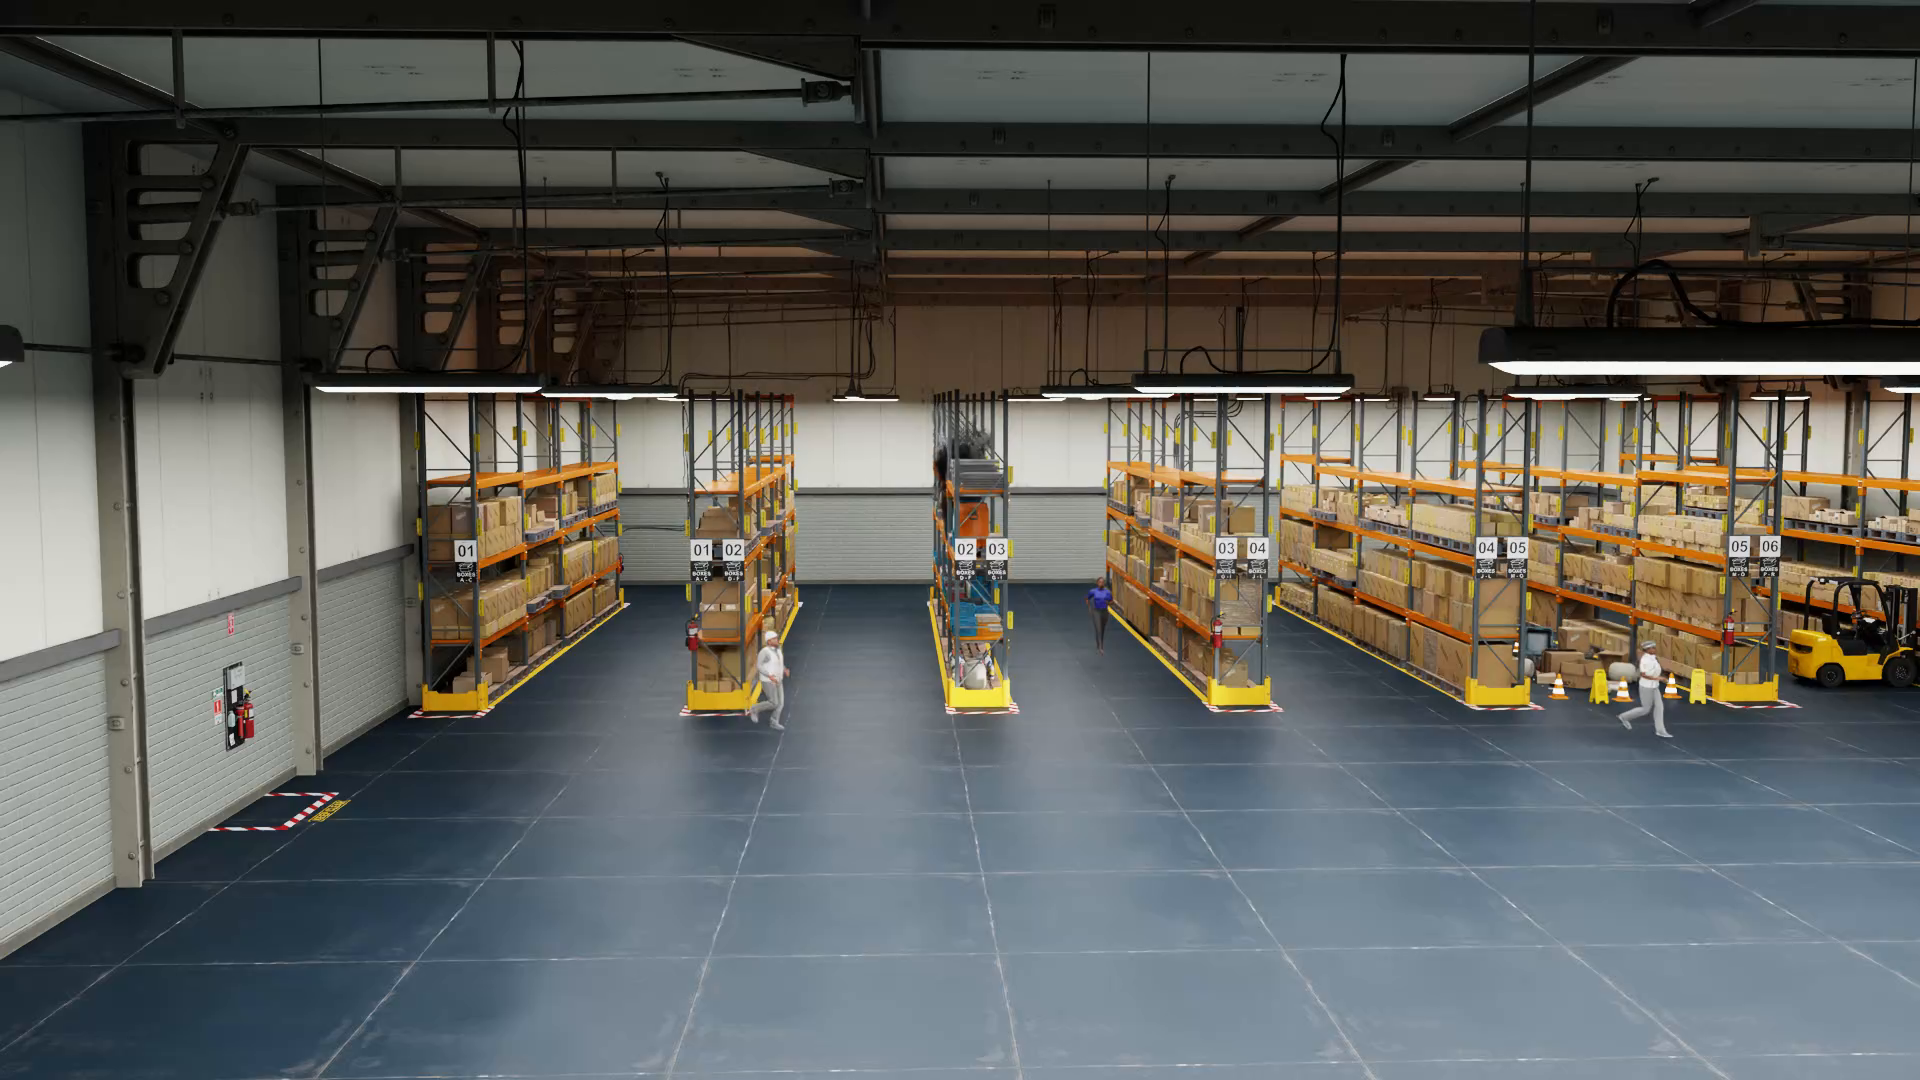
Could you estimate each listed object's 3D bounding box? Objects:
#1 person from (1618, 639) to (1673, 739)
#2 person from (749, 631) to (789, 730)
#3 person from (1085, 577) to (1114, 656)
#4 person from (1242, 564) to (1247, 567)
[{"bbox_3d":[11.841,2.542,28.638,0.898,1.696,0.580,4,6,38],"label":"person"},{"bbox_3d":[-3.368,2.469,29.404,0.647,1.754,0.663,2,5,27],"label":"person"},{"bbox_3d":[3.059,1.652,36.135,0.574,1.691,0.856,-1,5,-12],"label":"person"},{"bbox_3d":[8.005,1.148,45.527,0.723,1.737,0.652,0,5,1],"label":"person"}]
